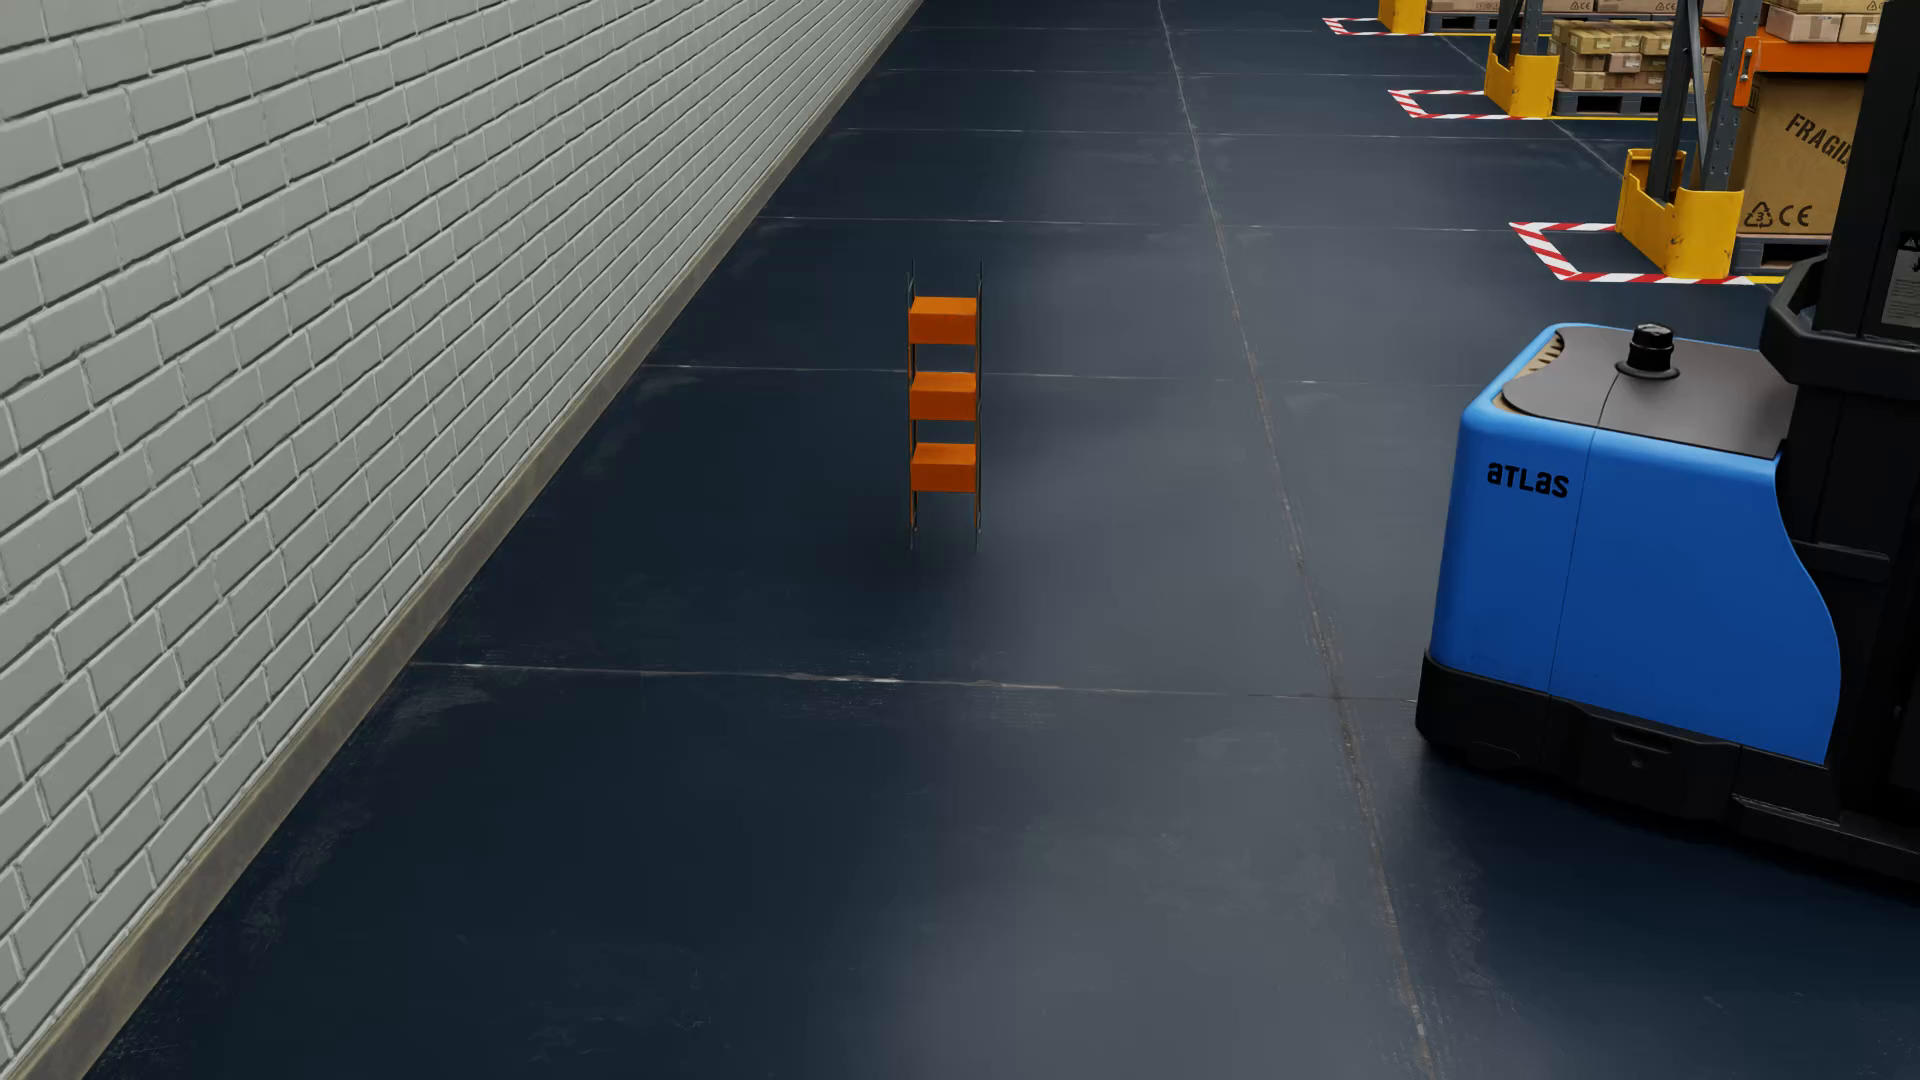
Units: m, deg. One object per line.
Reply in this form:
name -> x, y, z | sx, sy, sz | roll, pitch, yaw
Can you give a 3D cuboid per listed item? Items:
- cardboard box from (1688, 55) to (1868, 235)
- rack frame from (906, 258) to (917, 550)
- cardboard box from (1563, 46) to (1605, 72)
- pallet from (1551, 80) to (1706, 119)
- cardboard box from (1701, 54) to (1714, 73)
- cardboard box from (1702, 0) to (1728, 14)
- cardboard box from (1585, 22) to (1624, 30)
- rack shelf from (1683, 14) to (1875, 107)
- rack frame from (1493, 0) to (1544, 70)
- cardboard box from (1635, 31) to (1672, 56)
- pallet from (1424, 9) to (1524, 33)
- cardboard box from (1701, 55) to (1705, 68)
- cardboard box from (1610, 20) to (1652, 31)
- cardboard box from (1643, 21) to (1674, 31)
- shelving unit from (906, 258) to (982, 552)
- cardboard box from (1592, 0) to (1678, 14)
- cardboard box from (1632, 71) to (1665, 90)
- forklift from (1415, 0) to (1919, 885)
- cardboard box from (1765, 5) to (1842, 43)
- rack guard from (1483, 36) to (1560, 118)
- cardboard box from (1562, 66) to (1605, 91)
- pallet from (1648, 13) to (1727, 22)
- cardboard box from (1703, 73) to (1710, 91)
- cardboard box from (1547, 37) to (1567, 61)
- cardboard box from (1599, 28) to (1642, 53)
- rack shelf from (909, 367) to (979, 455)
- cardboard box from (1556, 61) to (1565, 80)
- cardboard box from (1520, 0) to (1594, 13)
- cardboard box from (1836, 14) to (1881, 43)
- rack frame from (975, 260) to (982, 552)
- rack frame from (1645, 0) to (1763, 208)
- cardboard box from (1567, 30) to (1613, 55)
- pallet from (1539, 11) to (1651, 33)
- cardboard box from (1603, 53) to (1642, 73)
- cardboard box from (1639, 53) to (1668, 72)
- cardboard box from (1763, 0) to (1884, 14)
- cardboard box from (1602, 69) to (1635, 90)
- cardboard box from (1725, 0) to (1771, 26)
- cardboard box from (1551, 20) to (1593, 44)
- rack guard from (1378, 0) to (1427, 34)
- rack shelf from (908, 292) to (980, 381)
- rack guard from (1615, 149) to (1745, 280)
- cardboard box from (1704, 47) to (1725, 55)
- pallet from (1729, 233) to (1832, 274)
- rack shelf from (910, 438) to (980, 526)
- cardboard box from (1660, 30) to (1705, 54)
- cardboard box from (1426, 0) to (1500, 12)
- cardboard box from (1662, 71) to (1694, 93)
cardboard box -> 4.932, -2.331, 9.767 | 0.875, 0.875, 0.875 | 2, 25, 4
rack frame -> -0.175, -0.483, 6.043 | 0.008, 1.050, 0.200 | 2, 25, 4
cardboard box -> 5.271, -4.064, 14.045 | 0.250, 0.149, 0.380 | 3, 25, 6
pallet -> 5.652, -3.847, 14.357 | 1.213, 0.211, 1.003 | 2, 25, 4
cardboard box -> 6.310, -4.038, 13.989 | 0.250, 0.149, 0.380 | 1, 25, 1
cardboard box -> 8.417, -6.186, 18.669 | 0.875, 0.438, 0.875 | 1, 25, 3
cardboard box -> 5.562, -4.379, 14.375 | 0.250, 0.149, 0.380 | 2, 25, 5
rack shelf -> 6.282, -2.702, 9.394 | 4.000, 0.370, 1.077 | 2, 25, 4
rack frame -> 4.768, -5.156, 13.868 | 0.127, 3.000, 1.000 | 2, 25, 4
cardboard box -> 5.790, -4.144, 13.864 | 0.250, 0.149, 0.380 | 2, 25, 4
pallet -> 5.850, -5.963, 18.957 | 1.213, 0.211, 1.003 | 2, 25, 4
cardboard box -> 6.038, -4.007, 13.922 | 0.250, 0.149, 0.380 | 3, 25, 6
cardboard box -> 5.830, -4.424, 14.472 | 0.250, 0.149, 0.380 | 1, 25, 3
cardboard box -> 6.083, -4.389, 14.396 | 0.250, 0.149, 0.380 | 1, 25, 2
shelving unit -> -0.053, -0.479, 6.034 | 0.252, 1.050, 0.215 | 2, 25, 4
cardboard box -> 7.524, -6.215, 18.731 | 0.875, 0.438, 0.875 | 1, 25, 2
cardboard box -> 5.782, -3.923, 14.095 | 0.250, 0.149, 0.380 | 2, 25, 5
forklift -> 2.862, -0.554, 3.947 | 3.031, 2.935, 1.130 | 15, 28, 29
cardboard box -> 4.617, -2.829, 9.111 | 0.250, 0.149, 0.380 | 2, 25, 5
rack guard -> 4.844, -4.018, 14.385 | 0.348, 0.500, 1.175 | 2, 25, 4
cardboard box -> 5.266, -3.902, 14.050 | 0.250, 0.149, 0.380 | 2, 25, 5
pallet -> 8.283, -5.885, 18.787 | 1.213, 0.211, 1.003 | 2, 25, 4
cardboard box -> 6.290, -3.900, 14.046 | 0.250, 0.149, 0.380 | 2, 25, 4
cardboard box -> 5.317, -4.289, 14.536 | 0.250, 0.149, 0.380 | 1, 25, 3
cardboard box -> 5.549, -4.205, 13.997 | 0.250, 0.149, 0.380 | 2, 25, 5
rack shelf -> -0.053, -0.469, 6.039 | 0.240, 0.259, 0.215 | 2, 25, 4
cardboard box -> 5.309, -4.122, 14.528 | 0.250, 0.149, 0.380 | 2, 25, 5
cardboard box -> 6.626, -6.244, 18.795 | 0.875, 0.438, 0.875 | 2, 25, 5
cardboard box -> 4.873, -2.822, 9.095 | 0.250, 0.149, 0.380 | 1, 25, 3
rack frame -> 0.068, -0.475, 6.026 | 0.008, 1.050, 0.200 | 2, 25, 4
rack frame -> 4.288, -3.092, 9.382 | 0.127, 3.000, 1.000 | 2, 25, 4
cardboard box -> 5.265, -4.164, 13.907 | 0.250, 0.149, 0.380 | 1, 25, 2
pallet -> 7.063, -5.923, 18.869 | 1.213, 0.211, 1.003 | 2, 25, 4
cardboard box -> 5.540, -4.031, 13.975 | 0.250, 0.149, 0.380 | 2, 25, 4
cardboard box -> 5.791, -4.060, 14.038 | 0.250, 0.149, 0.380 | 2, 25, 5
cardboard box -> 4.746, -3.032, 9.073 | 0.500, 0.250, 0.500 | 1, 25, 3
cardboard box -> 5.534, -3.928, 14.106 | 0.250, 0.149, 0.380 | 2, 25, 4
cardboard box -> 4.668, -3.104, 9.708 | 0.250, 0.149, 0.380 | 2, 25, 5
cardboard box -> 5.316, -4.411, 14.444 | 0.250, 0.149, 0.380 | 2, 25, 5
rack guard -> 5.023, -6.088, 18.883 | 0.348, 0.500, 1.175 | 2, 25, 4
rack shelf -> -0.053, -0.727, 5.920 | 0.240, 0.259, 0.215 | 2, 25, 4
rack guard -> 4.264, -1.958, 9.906 | 0.348, 0.500, 1.175 | 2, 25, 4
cardboard box -> 6.320, -4.158, 13.894 | 0.250, 0.149, 0.380 | 3, 25, 6
pallet -> 5.091, -1.833, 9.980 | 1.213, 0.211, 1.003 | 2, 25, 4
rack shelf -> -0.053, -0.217, 6.155 | 0.240, 0.259, 0.215 | 2, 25, 4
cardboard box -> 6.044, -4.170, 13.921 | 0.250, 0.149, 0.380 | 1, 25, 1
cardboard box -> 5.712, -6.270, 18.851 | 0.875, 0.438, 0.875 | 1, 25, 2
cardboard box -> 6.028, -3.869, 13.977 | 0.250, 0.149, 0.380 | 2, 25, 5
